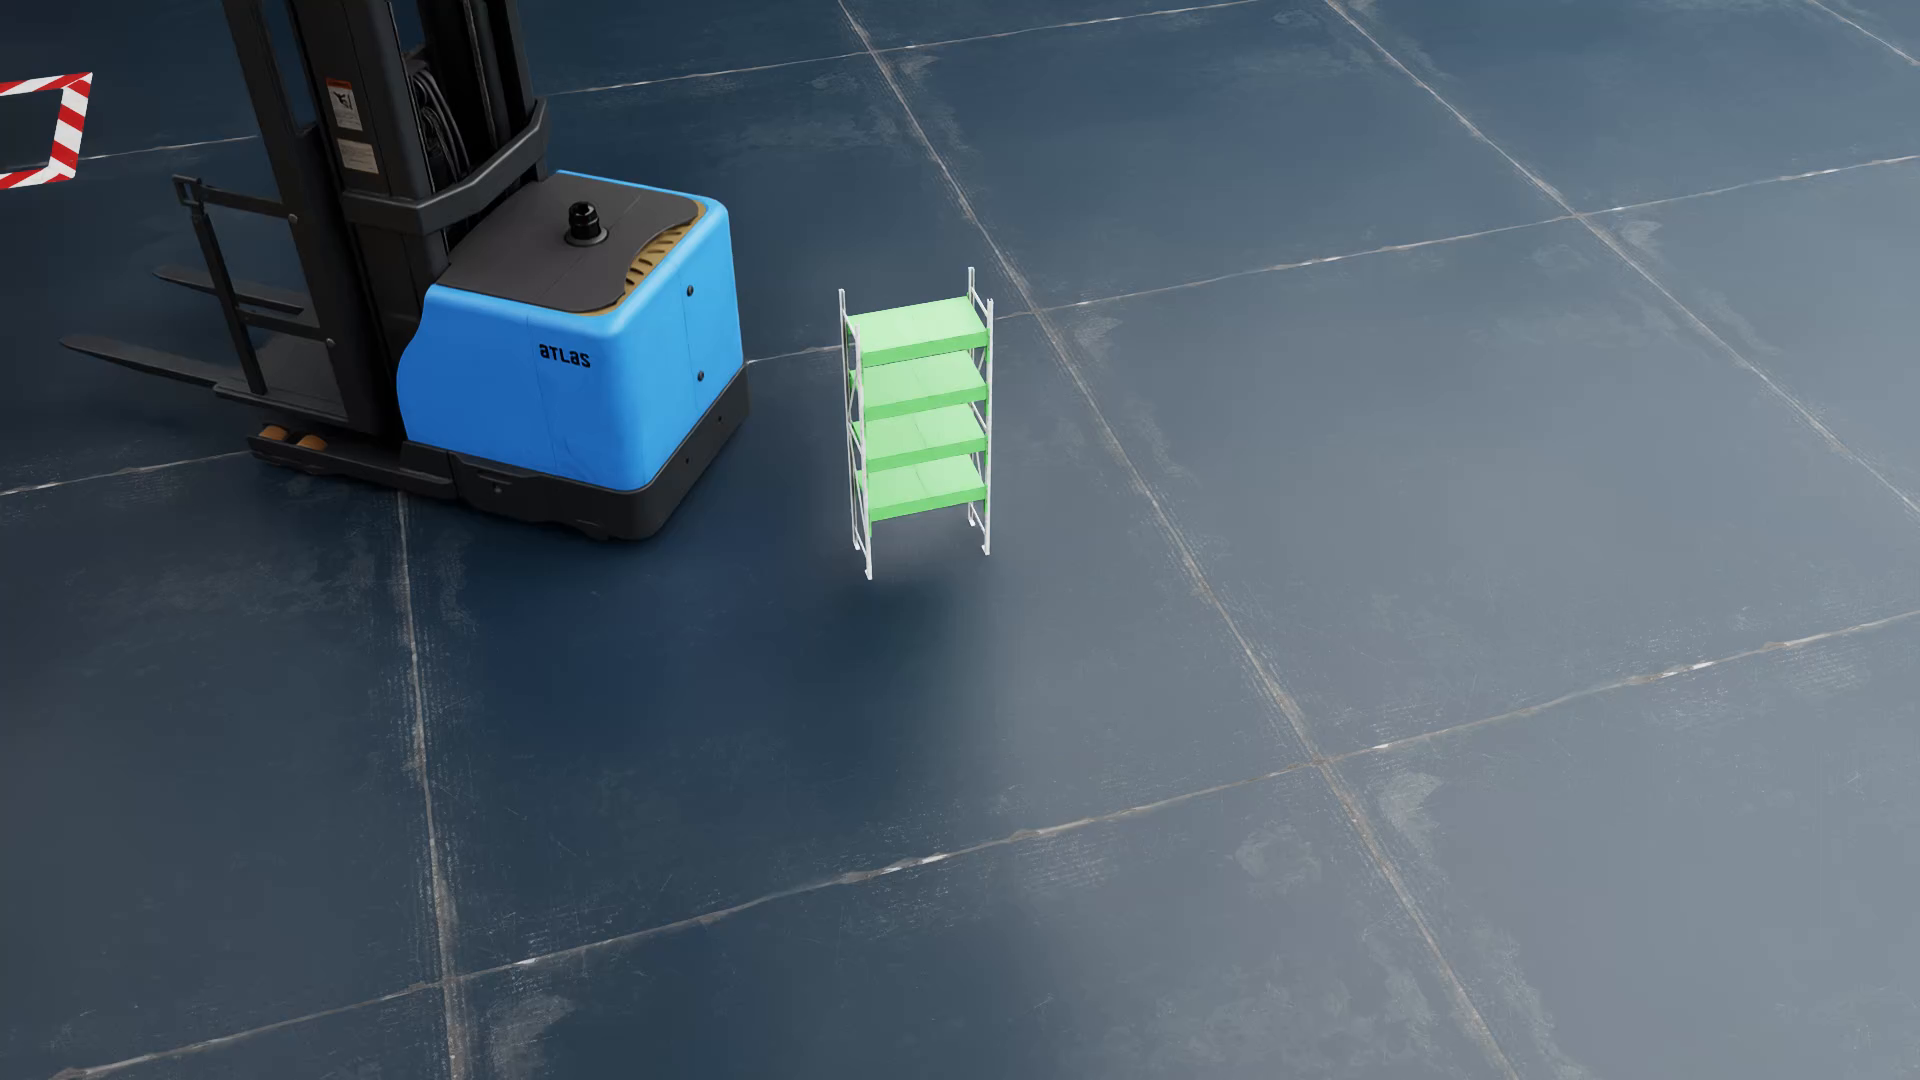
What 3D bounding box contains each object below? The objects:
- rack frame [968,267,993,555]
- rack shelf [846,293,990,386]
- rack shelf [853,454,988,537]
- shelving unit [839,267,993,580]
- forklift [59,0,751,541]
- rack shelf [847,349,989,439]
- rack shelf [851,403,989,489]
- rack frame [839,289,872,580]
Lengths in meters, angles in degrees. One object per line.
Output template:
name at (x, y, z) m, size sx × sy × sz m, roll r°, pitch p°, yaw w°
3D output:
rack frame at (0.075, -0.467, 6.373) m, size 0.015 × 1.200 × 0.240 m, roll -12°, pitch 42°, yaw -13°
rack shelf at (-0.158, -0.732, 6.044) m, size 0.480 × 0.148 × 0.258 m, roll -12°, pitch 42°, yaw -13°
rack shelf at (-0.158, -0.190, 6.518) m, size 0.480 × 0.148 × 0.258 m, roll -12°, pitch 42°, yaw -13°
shelving unit at (-0.158, -0.419, 6.318) m, size 0.503 × 1.200 × 0.258 m, roll -12°, pitch 42°, yaw -13°
forklift at (-2.491, -1.693, 6.460) m, size 3.031 × 2.935 × 1.130 m, roll 13°, pitch 43°, yaw 15°
rack shelf at (-0.158, -0.552, 6.202) m, size 0.480 × 0.148 × 0.258 m, roll -12°, pitch 42°, yaw -13°
rack shelf at (-0.158, -0.371, 6.360) m, size 0.480 × 0.148 × 0.258 m, roll -12°, pitch 42°, yaw -13°
rack frame at (-0.391, -0.371, 6.263) m, size 0.015 × 1.200 × 0.240 m, roll -12°, pitch 42°, yaw -13°
